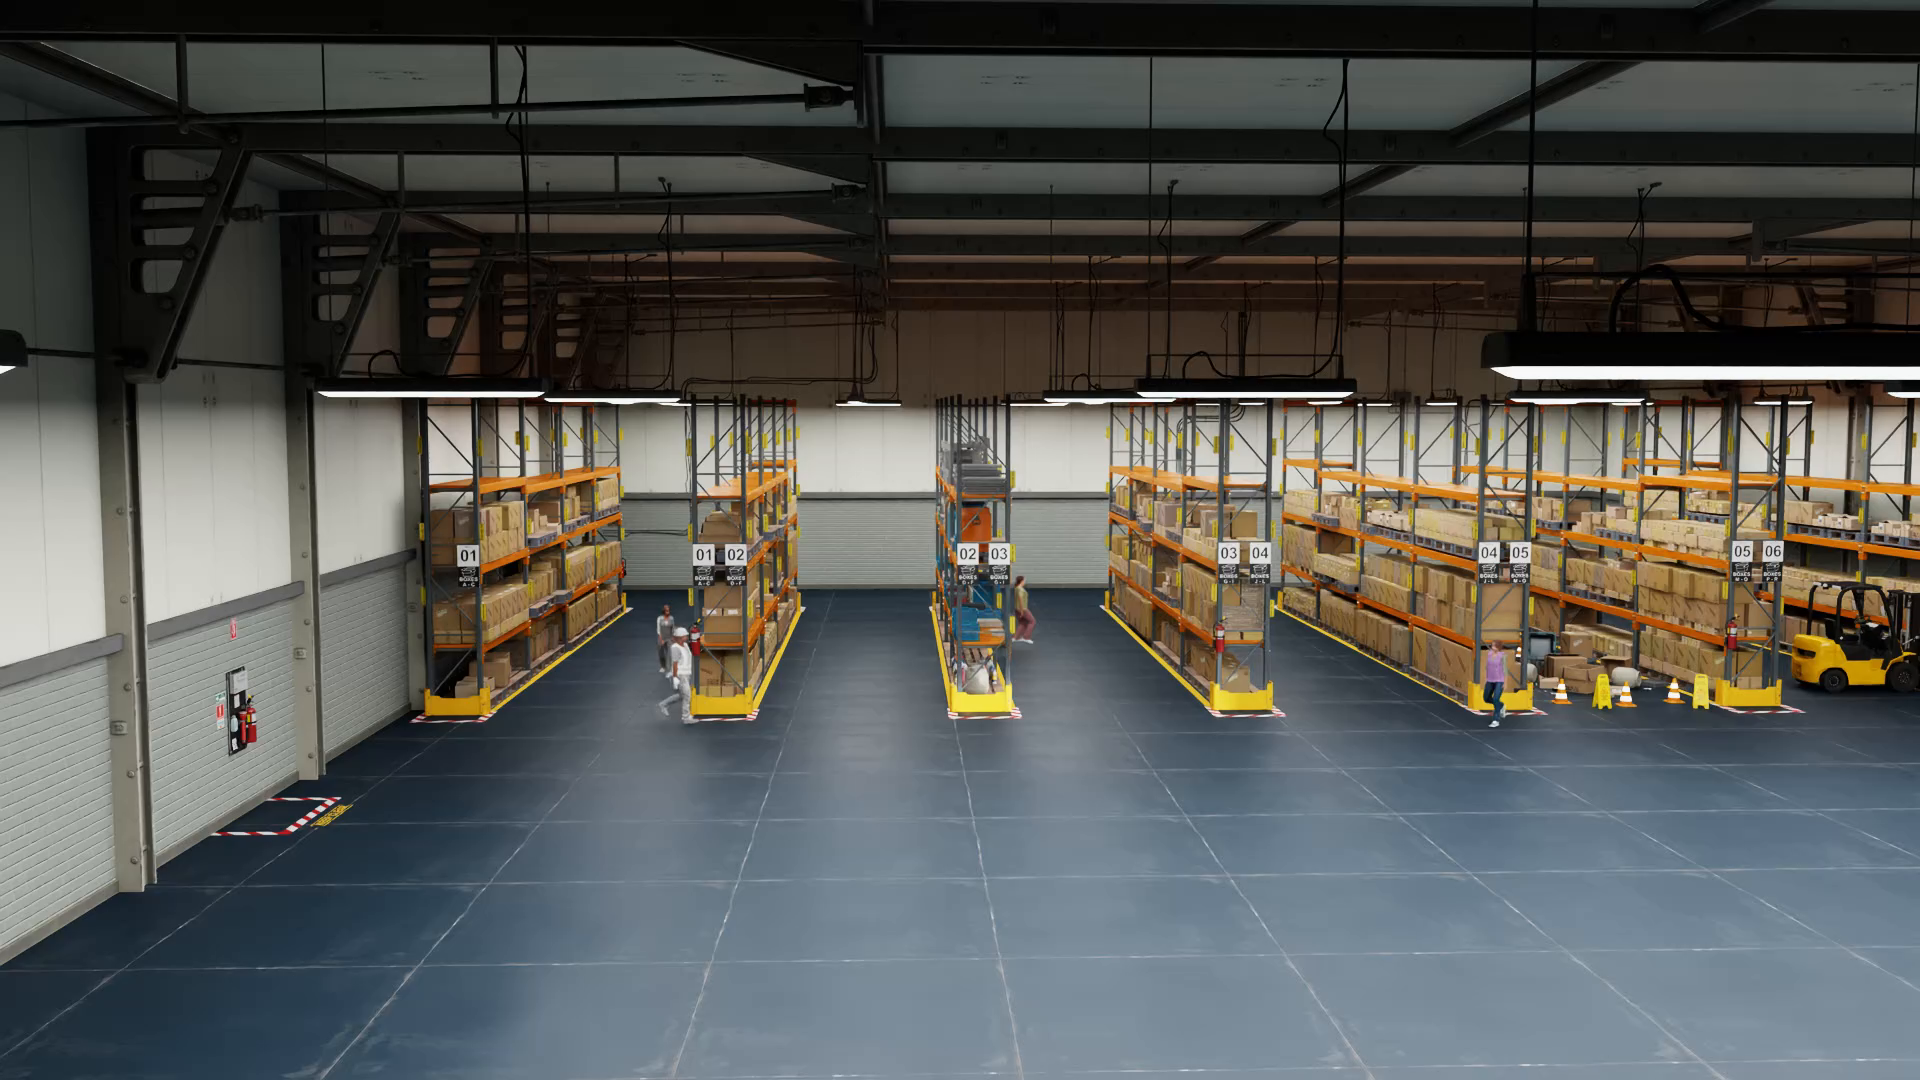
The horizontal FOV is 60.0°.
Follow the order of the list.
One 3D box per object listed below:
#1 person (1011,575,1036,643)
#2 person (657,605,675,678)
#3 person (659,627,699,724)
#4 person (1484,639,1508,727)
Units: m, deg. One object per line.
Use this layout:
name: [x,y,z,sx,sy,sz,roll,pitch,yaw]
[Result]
person: [1.433,1.618,38.886,0.567,1.598,0.518,-2,5,-24]
person: [-6.287,2.159,35.604,0.404,1.504,0.964,-1,5,-13]
person: [-5.138,2.459,30.350,0.915,1.749,0.643,1,5,16]
person: [9.718,2.579,30.041,0.598,1.547,0.472,-3,6,-38]
